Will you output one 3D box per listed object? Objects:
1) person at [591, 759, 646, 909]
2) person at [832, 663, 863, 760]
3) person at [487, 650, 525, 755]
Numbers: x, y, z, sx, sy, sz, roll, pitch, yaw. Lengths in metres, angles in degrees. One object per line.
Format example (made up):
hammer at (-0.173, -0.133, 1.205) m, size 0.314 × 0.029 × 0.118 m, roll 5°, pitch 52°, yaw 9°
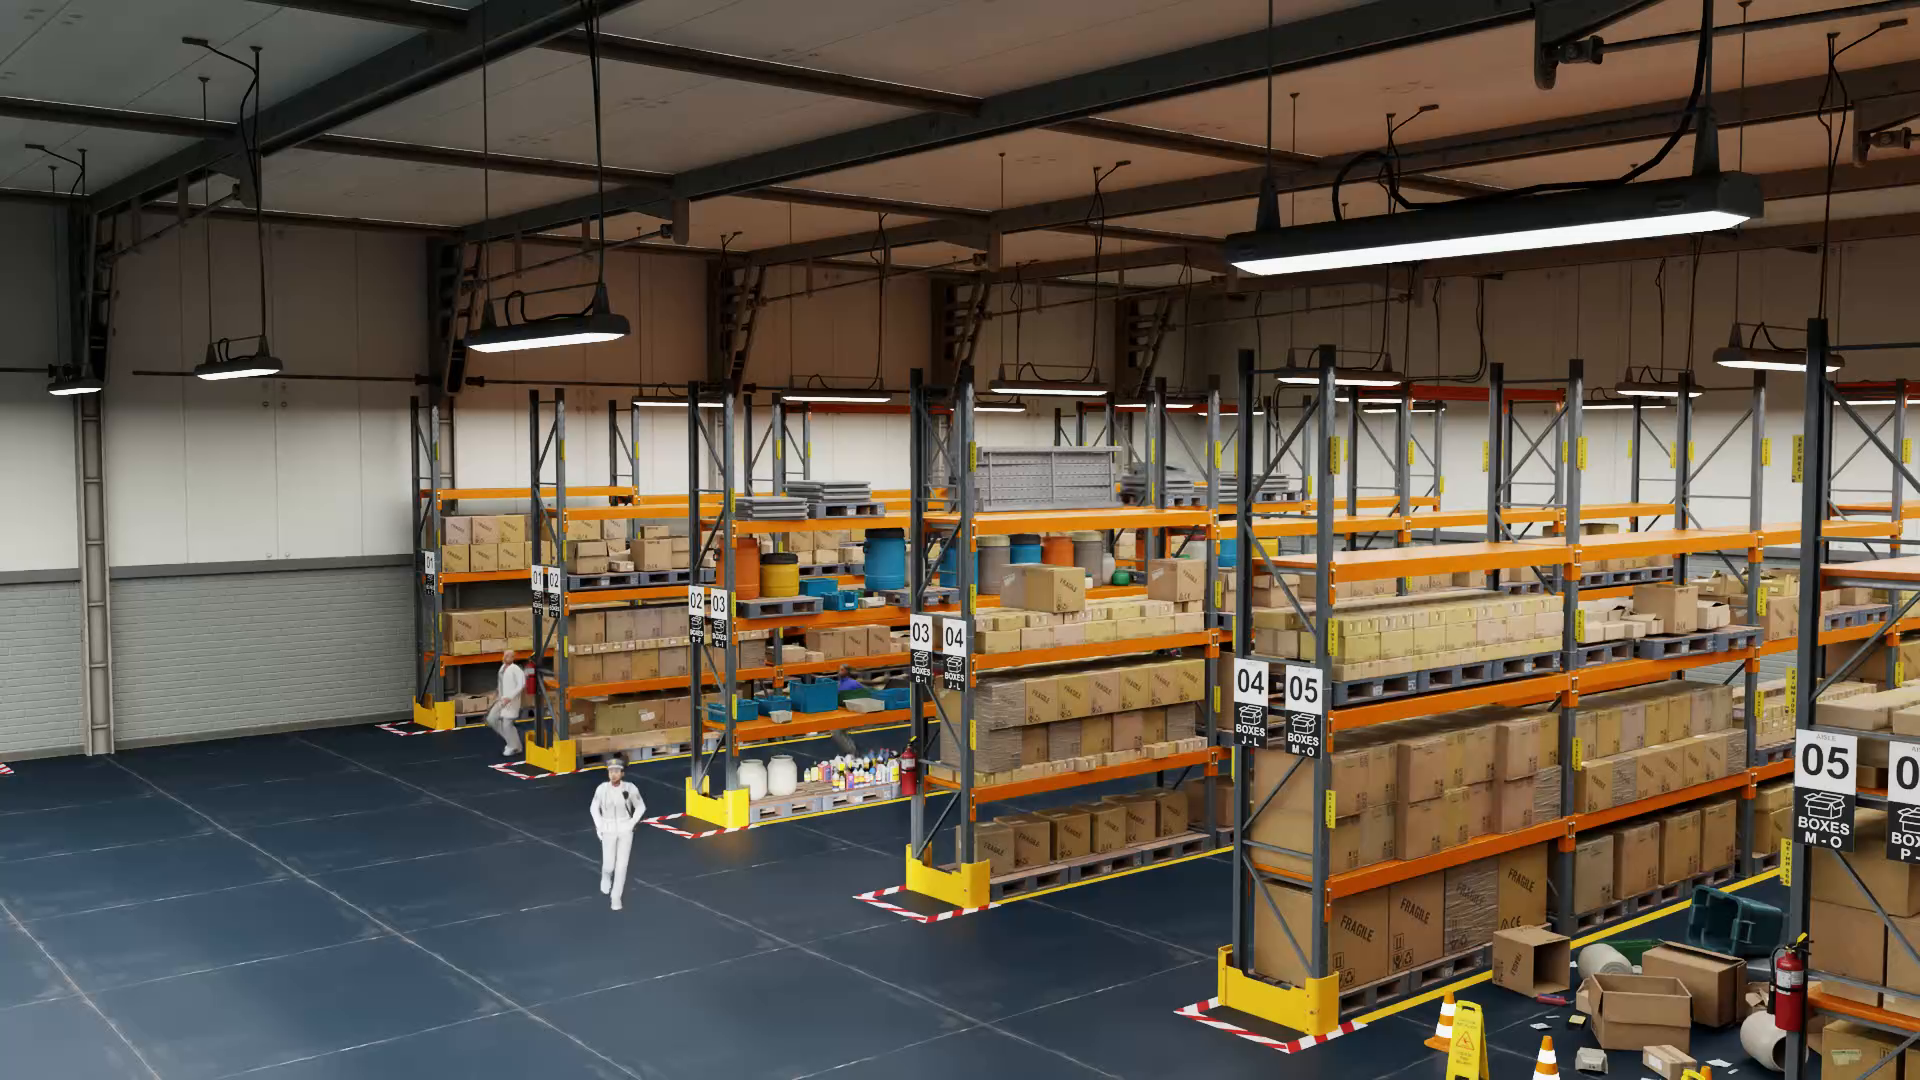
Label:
person at (-3.808, 3.249, 18.535) m, size 0.610 × 1.671 × 0.588 m, roll -1°, pitch 3°, yaw -9°
person at (-1.844, 2.787, 26.380) m, size 0.688 × 1.664 × 0.544 m, roll -3°, pitch 4°, yaw -41°
person at (-7.492, 2.678, 27.447) m, size 0.737 × 1.742 × 0.568 m, roll 3°, pitch 5°, yaw 43°
